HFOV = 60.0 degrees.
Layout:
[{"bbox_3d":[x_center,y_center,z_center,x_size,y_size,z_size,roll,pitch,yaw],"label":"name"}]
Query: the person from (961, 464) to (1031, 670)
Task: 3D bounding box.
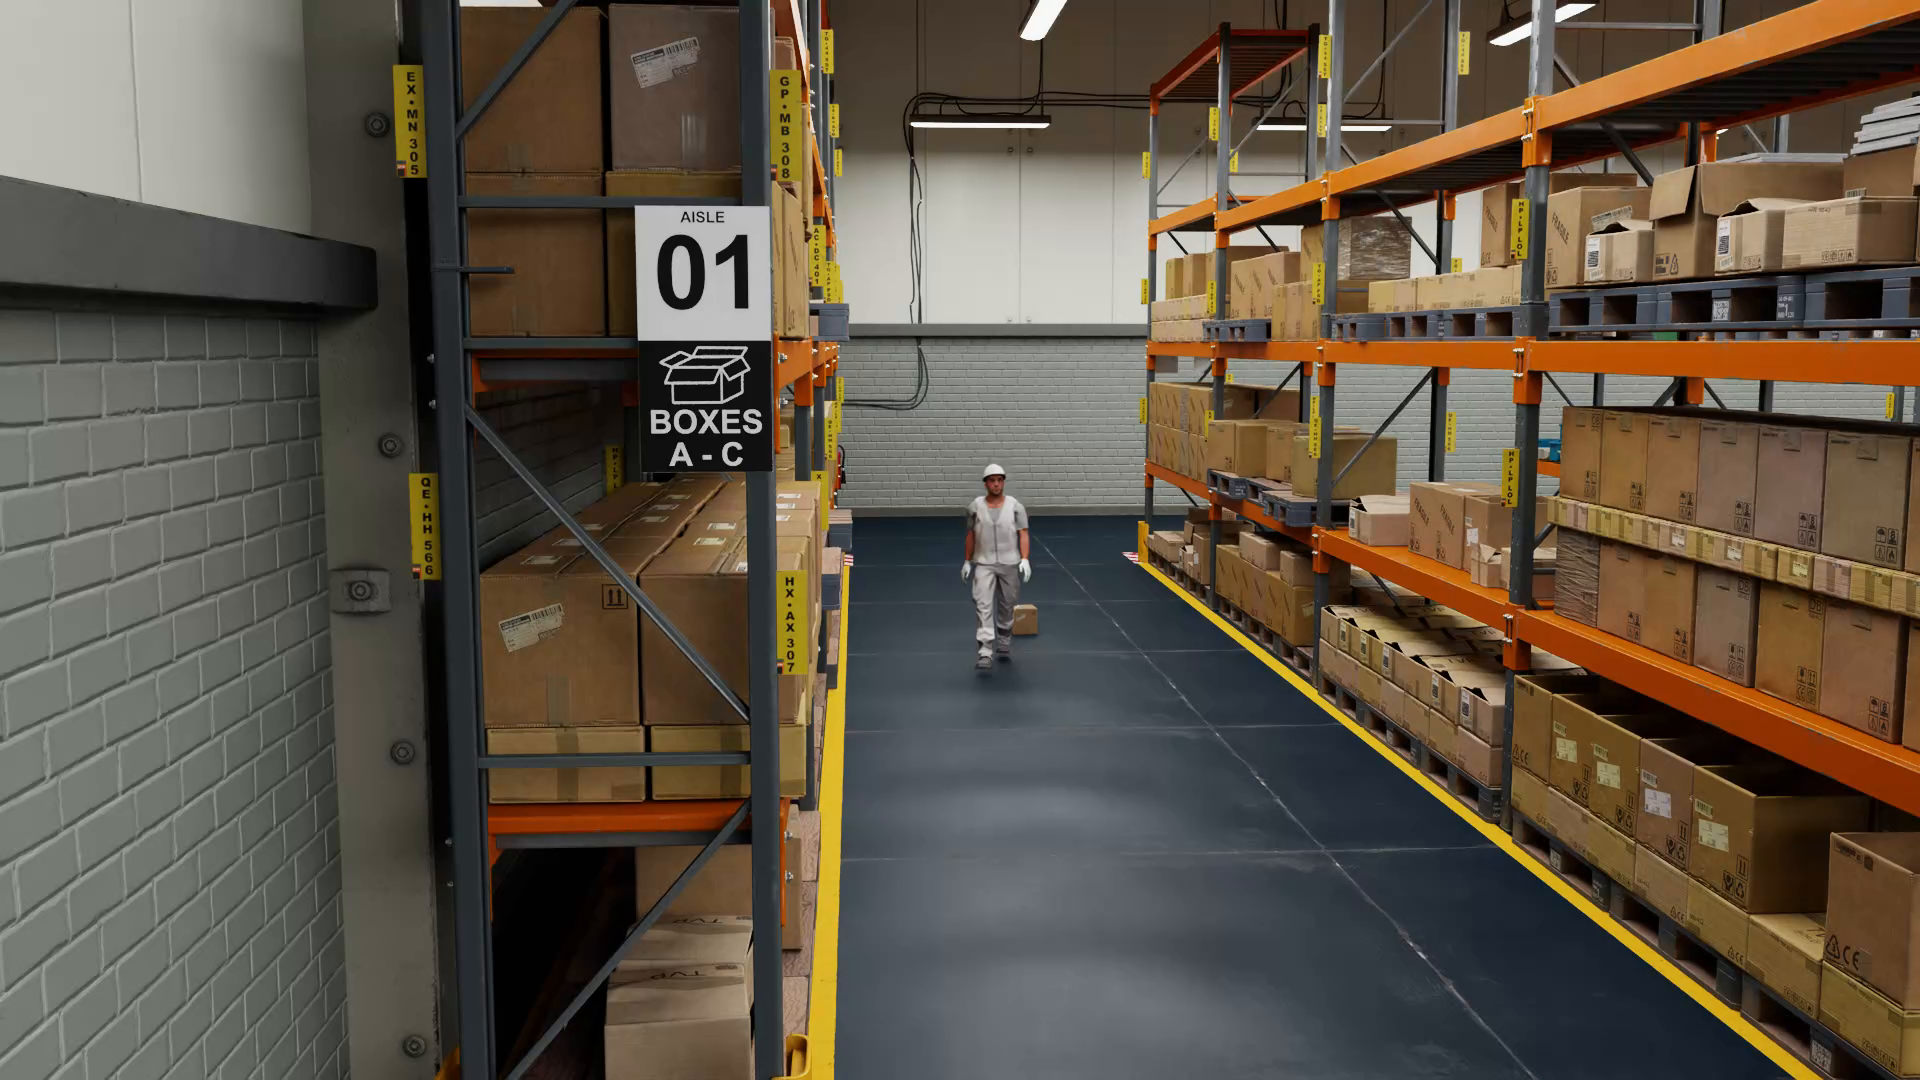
[{"bbox_3d":[0.311,0.216,14.299,0.583,1.730,1.082,0,7,-2],"label":"person"}]
